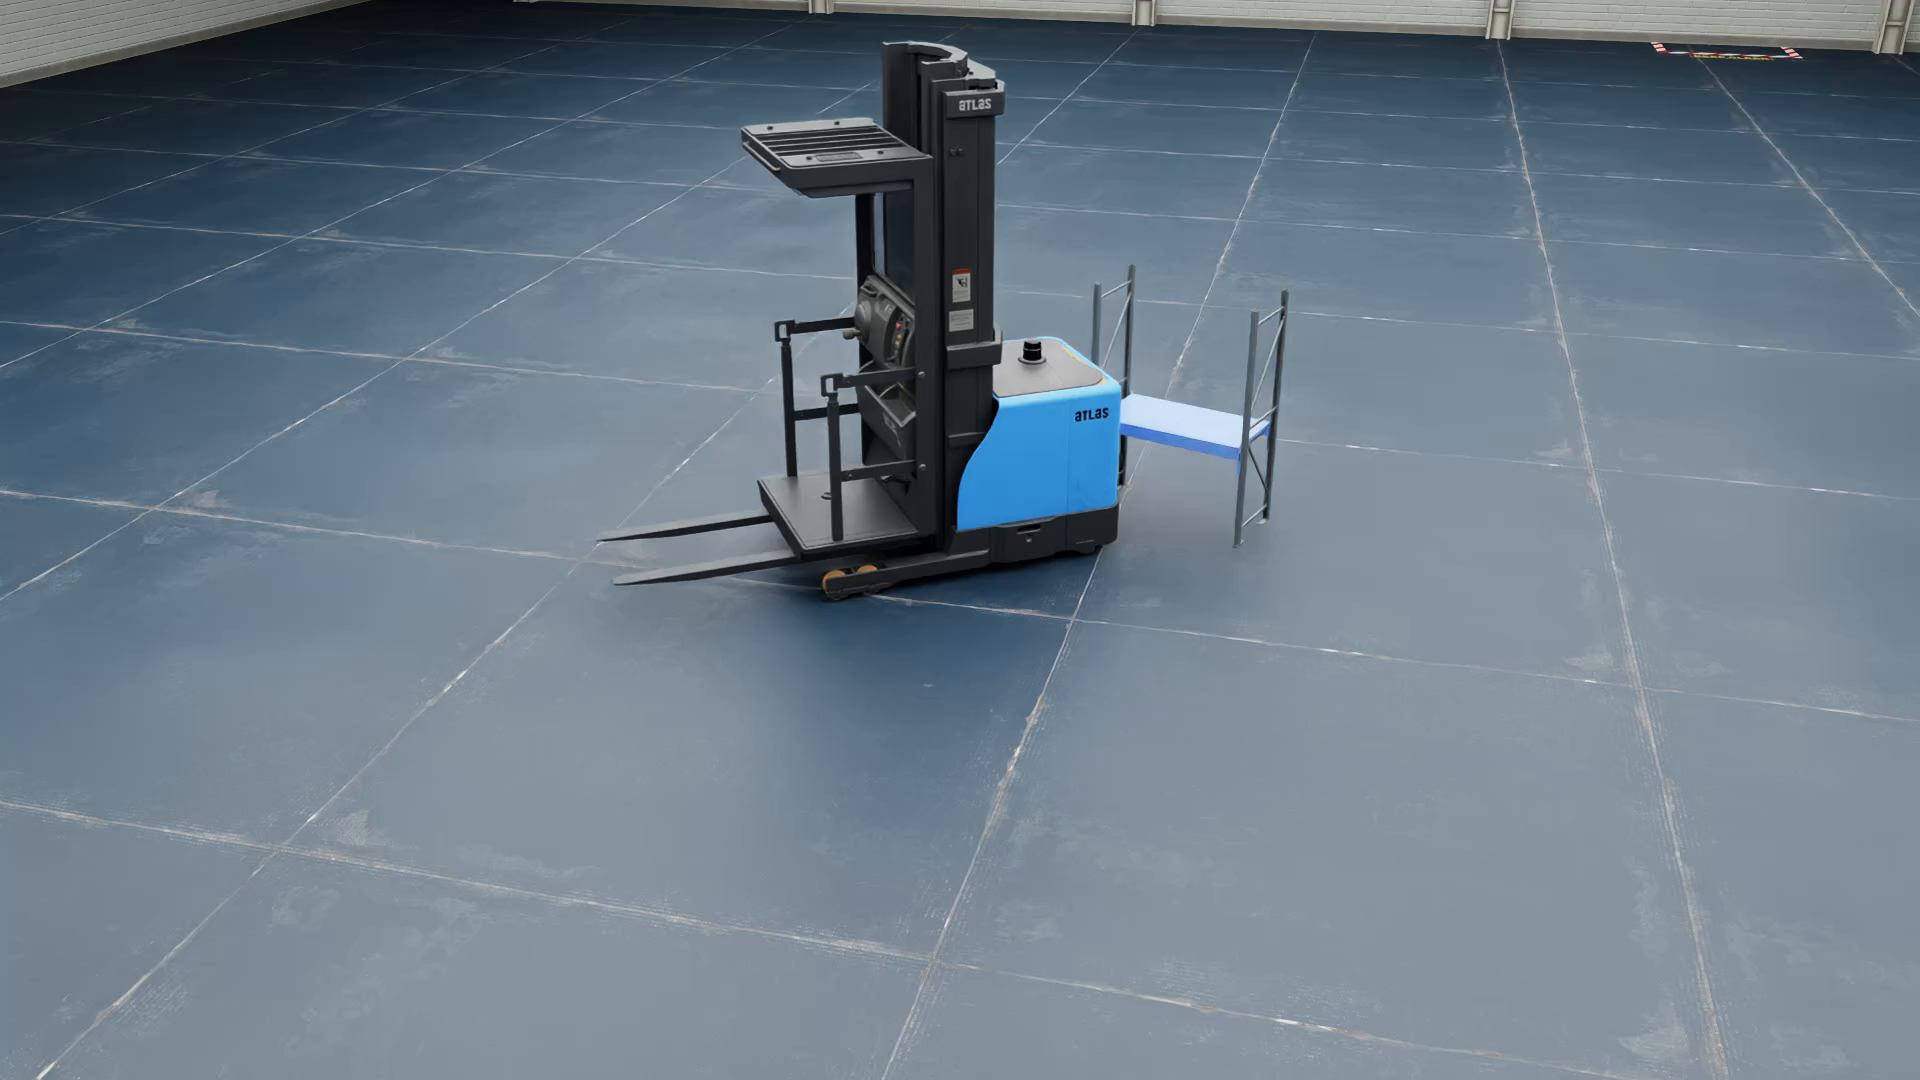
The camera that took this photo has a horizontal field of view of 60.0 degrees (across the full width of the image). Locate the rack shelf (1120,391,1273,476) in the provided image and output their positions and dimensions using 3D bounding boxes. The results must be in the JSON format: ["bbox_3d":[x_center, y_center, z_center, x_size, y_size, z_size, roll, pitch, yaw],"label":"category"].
[{"bbox_3d":[1.383,-0.675,10.342,1.000,0.185,0.538,15,29,29],"label":"rack shelf"}]

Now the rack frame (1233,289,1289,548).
[{"bbox_3d":[1.814,-0.722,10.021,0.032,1.500,0.500,15,29,29],"label":"rack frame"}]

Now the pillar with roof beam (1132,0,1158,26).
[{"bbox_3d":[2.181,-11.383,23.691,0.400,9.000,9.100,6,26,13],"label":"pillar with roof beam"}]

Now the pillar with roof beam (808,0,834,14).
[{"bbox_3d":[-3.630,-12.025,25.040,0.400,9.000,9.100,6,26,13],"label":"pillar with roof beam"}]

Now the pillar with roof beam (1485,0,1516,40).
[{"bbox_3d":[7.992,-10.741,22.342,0.400,9.000,9.100,6,26,13],"label":"pillar with roof beam"}]

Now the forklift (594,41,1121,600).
[{"bbox_3d":[-0.615,-1.236,9.437,3.031,2.935,1.130,-9,27,-18],"label":"forklift"}]

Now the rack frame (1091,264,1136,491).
[{"bbox_3d":[0.952,-0.953,10.508,0.032,1.500,0.500,15,29,29],"label":"rack frame"}]

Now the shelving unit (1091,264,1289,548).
[{"bbox_3d":[1.383,-0.838,10.264,1.048,1.500,0.538,15,29,29],"label":"shelving unit"}]

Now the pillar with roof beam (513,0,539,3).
[{"bbox_3d":[-9.441,-12.668,26.389,0.400,9.000,9.100,6,26,13],"label":"pillar with roof beam"}]

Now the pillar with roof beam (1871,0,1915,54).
[{"bbox_3d":[13.803,-10.098,20.993,0.400,9.000,9.100,6,26,13],"label":"pillar with roof beam"}]
